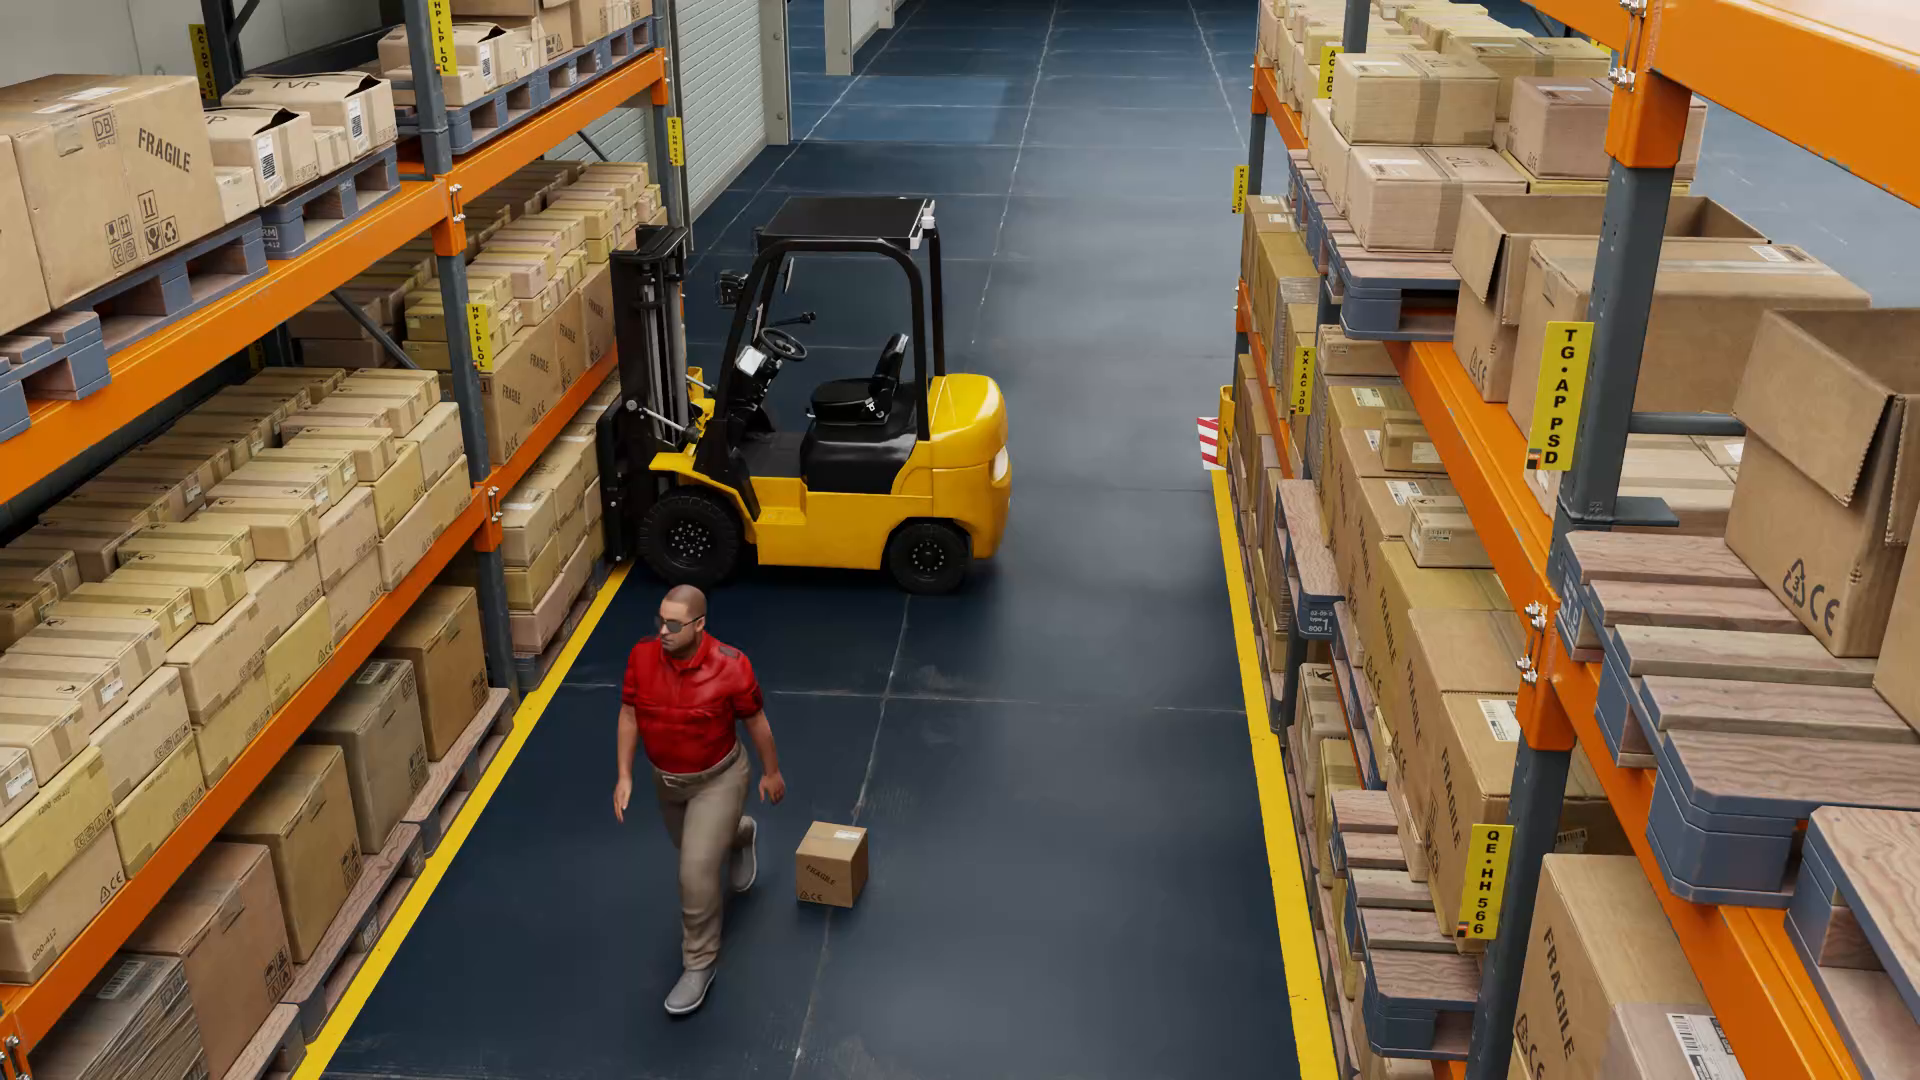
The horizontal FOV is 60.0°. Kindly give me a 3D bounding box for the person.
[{"bbox_3d":[-1.029,0.904,6.650,0.585,1.655,1.053,10,26,20],"label":"person"}]
